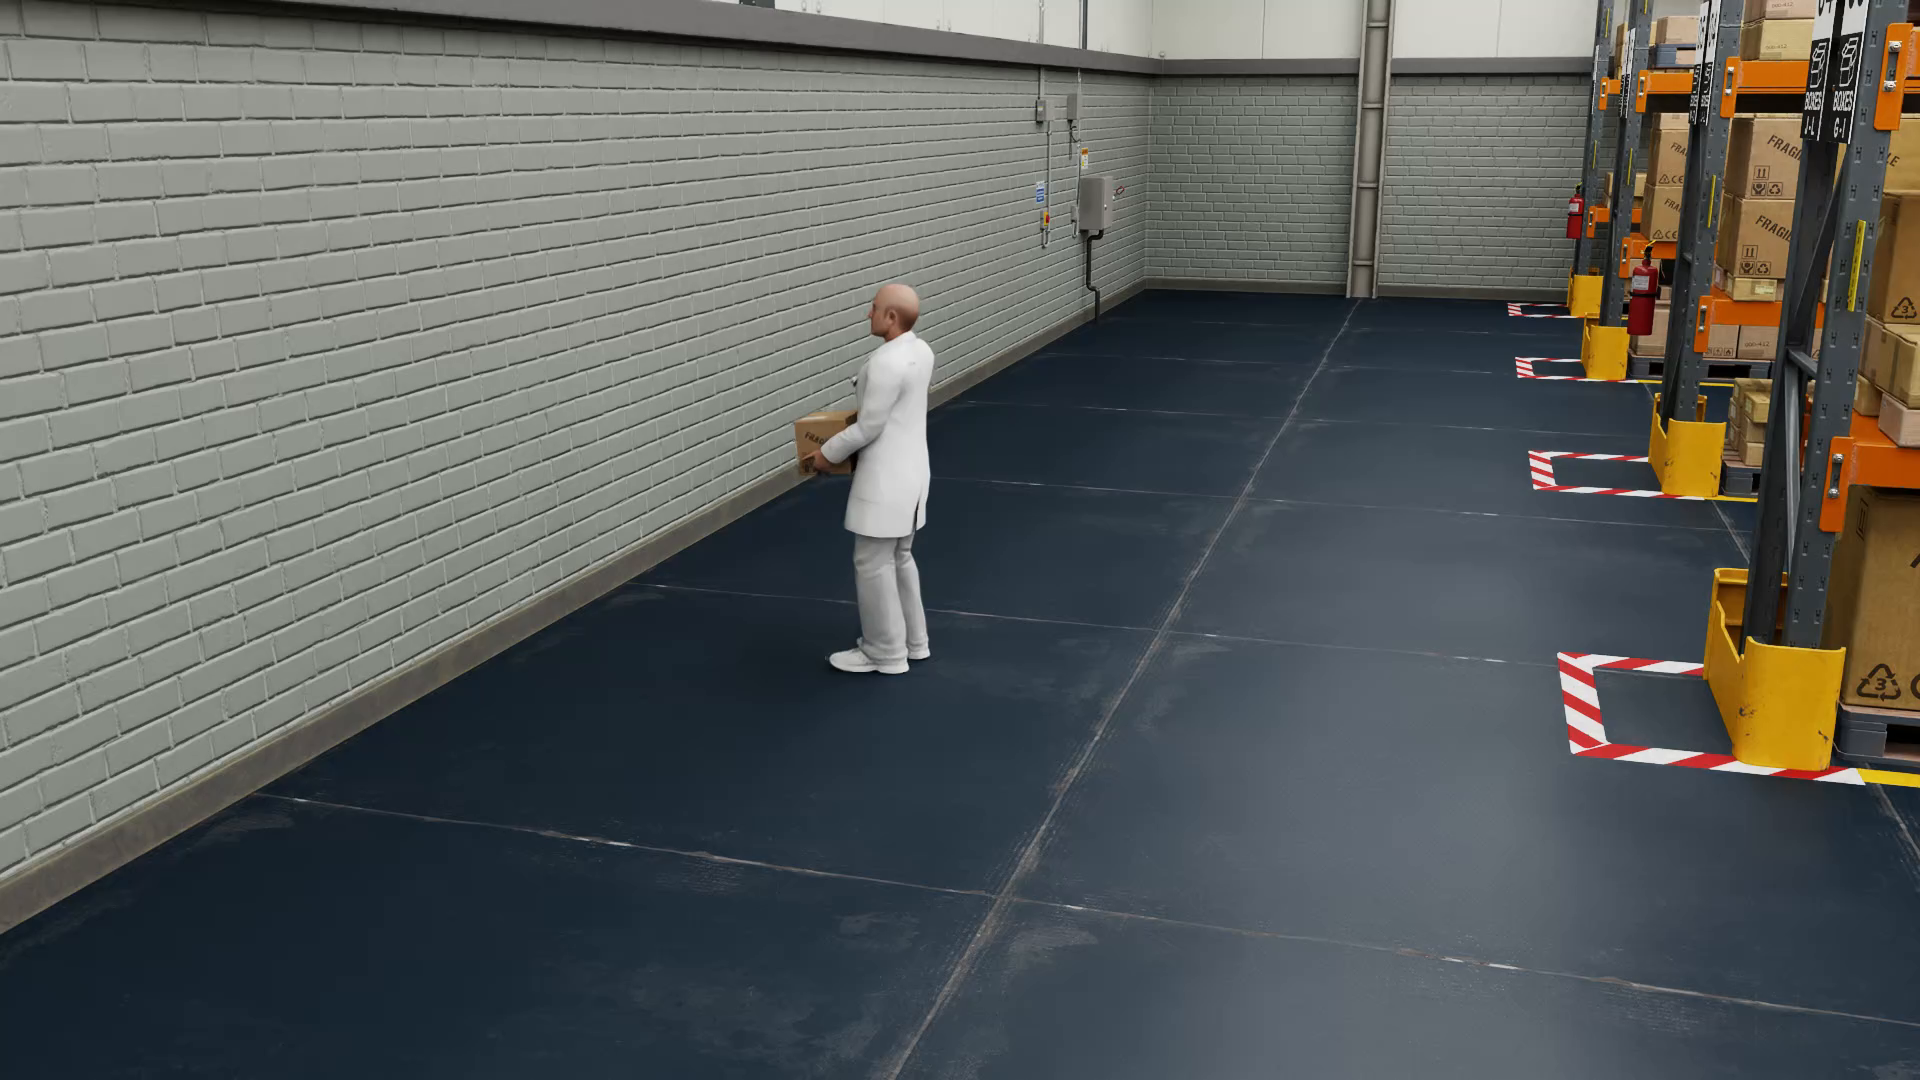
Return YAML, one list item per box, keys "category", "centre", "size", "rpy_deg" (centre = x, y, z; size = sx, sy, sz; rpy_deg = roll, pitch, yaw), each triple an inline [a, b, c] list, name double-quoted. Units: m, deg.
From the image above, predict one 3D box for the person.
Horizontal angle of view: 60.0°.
- category: "person"
  centre: [-0.417, -0.283, 7.605]
  size: [0.541, 1.779, 0.542]
  rpy_deg: [4, 15, 16]
